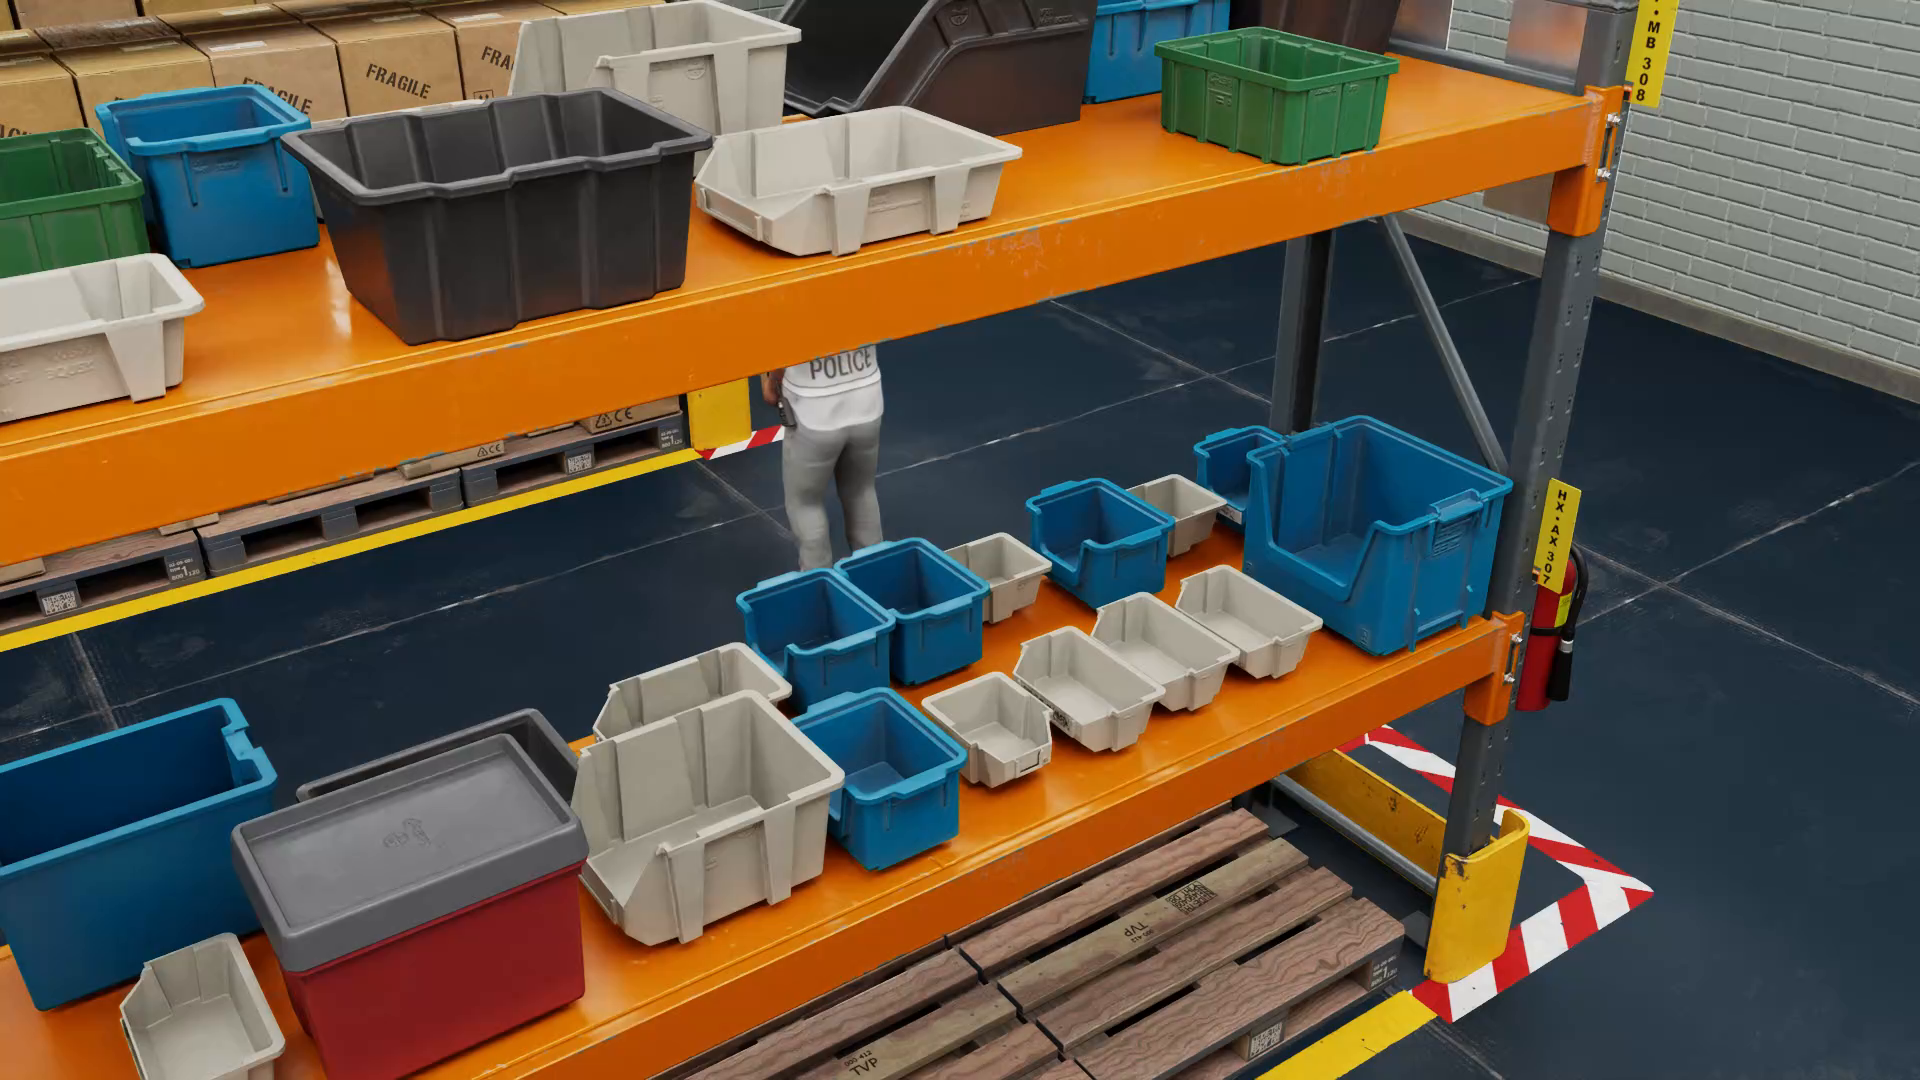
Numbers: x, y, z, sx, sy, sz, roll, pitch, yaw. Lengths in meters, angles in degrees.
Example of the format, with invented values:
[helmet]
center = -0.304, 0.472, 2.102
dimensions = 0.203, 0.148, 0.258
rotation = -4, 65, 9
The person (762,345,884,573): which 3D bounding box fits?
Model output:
[person]
center = -0.604, -0.558, 7.127
dimensions = 0.494, 1.768, 0.566
rotation = -19, 34, -30
